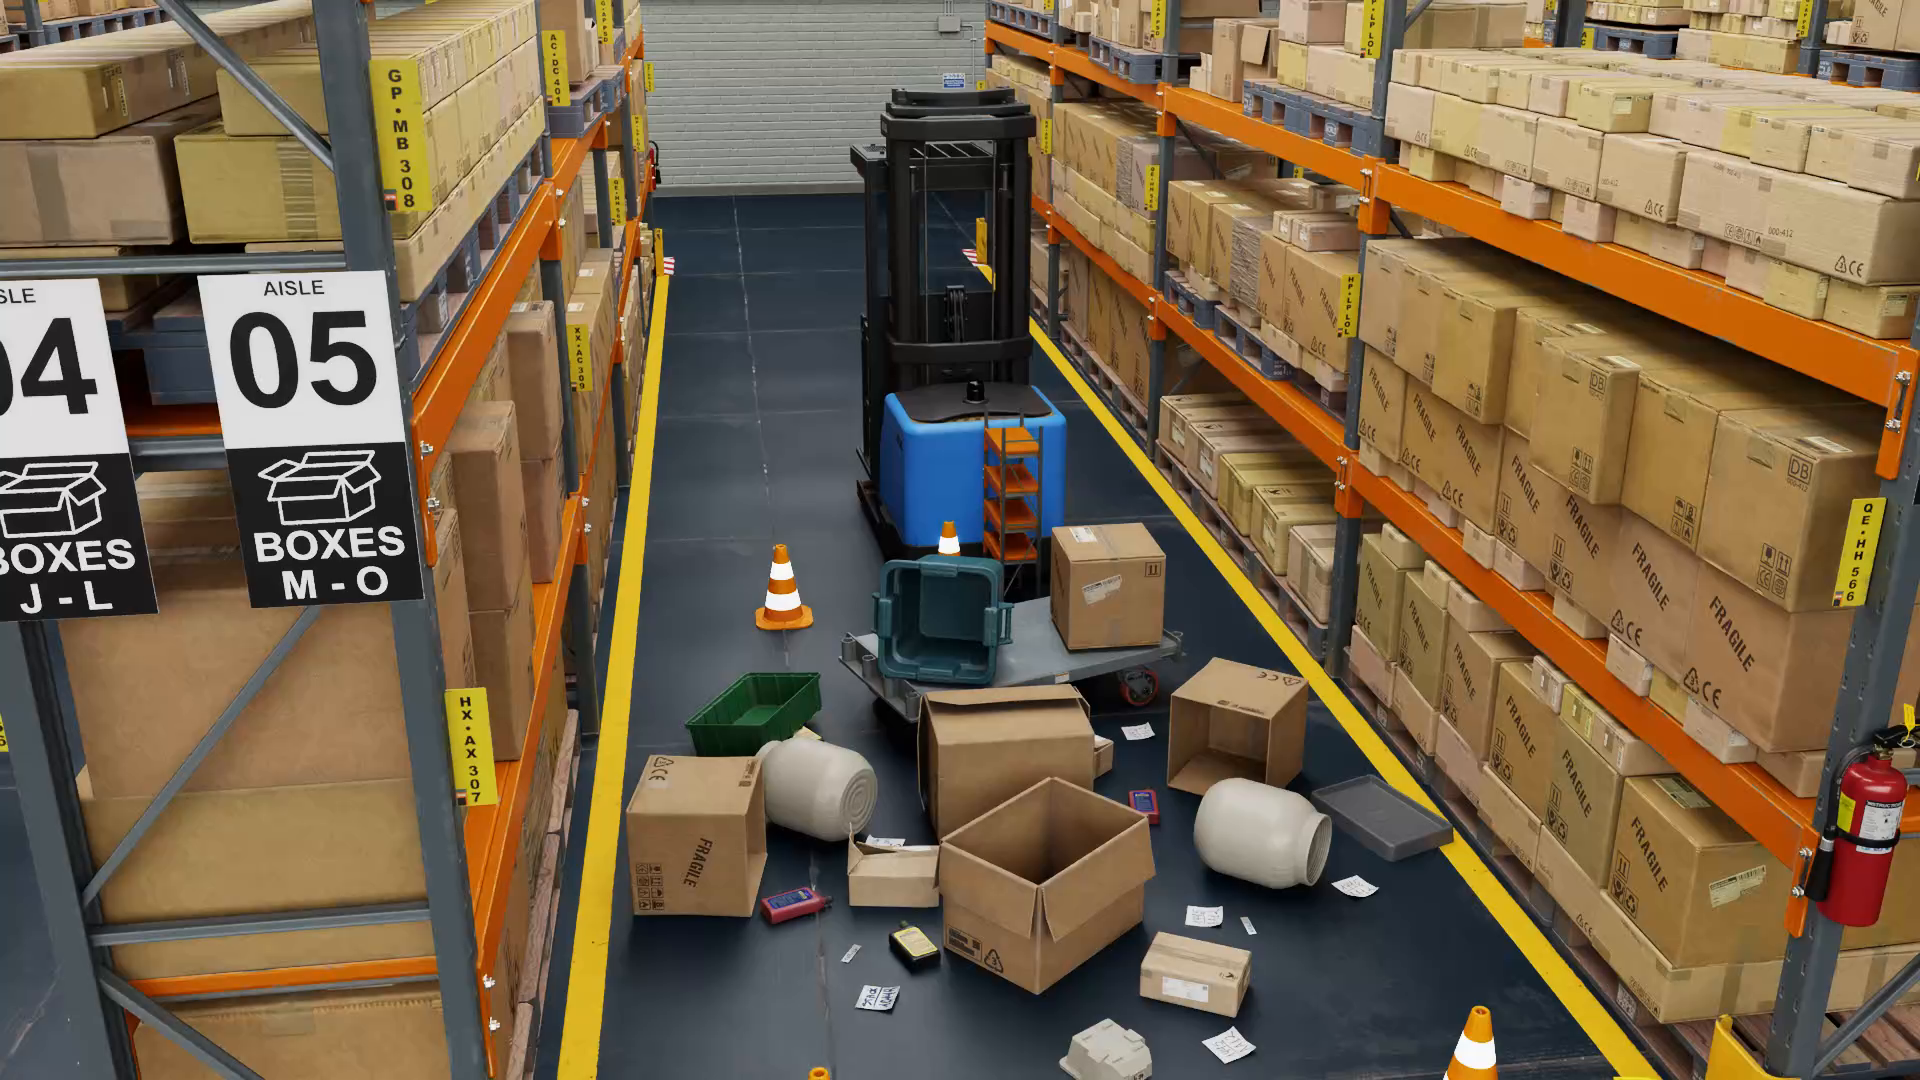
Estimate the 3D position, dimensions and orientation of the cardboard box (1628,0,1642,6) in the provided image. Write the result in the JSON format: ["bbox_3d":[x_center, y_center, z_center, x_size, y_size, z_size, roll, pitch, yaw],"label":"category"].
[{"bbox_3d":[6.150,-4.803,14.691,0.380,0.149,0.250,-3,21,-7],"label":"cardboard box"}]

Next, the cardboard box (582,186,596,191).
[{"bbox_3d":[-2.957,-2.670,12.987,0.380,0.149,0.250,-2,21,-5],"label":"cardboard box"}]

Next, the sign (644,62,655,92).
[{"bbox_3d":[-3.532,-5.261,18.907,0.100,0.325,0.005,-3,21,-8],"label":"sign"}]

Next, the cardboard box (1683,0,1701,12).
[{"bbox_3d":[6.335,-4.530,13.990,0.380,0.149,0.250,-3,21,-8],"label":"cardboard box"}]

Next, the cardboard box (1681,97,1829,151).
[{"bbox_3d":[2.697,-1.411,5.640,0.380,0.149,0.250,-3,21,-8],"label":"cardboard box"}]

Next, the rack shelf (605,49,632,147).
[{"bbox_3d":[-3.219,-3.540,13.148,1.077,0.370,4.000,-3,21,-8],"label":"rack shelf"}]

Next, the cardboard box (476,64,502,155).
[{"bbox_3d":[-1.813,-1.431,5.520,0.500,0.250,0.500,-3,21,-8],"label":"cardboard box"}]

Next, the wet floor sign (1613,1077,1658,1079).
[{"bbox_3d":[2.075,1.929,5.130,0.267,0.644,0.232,4,21,11],"label":"wet floor sign"}]

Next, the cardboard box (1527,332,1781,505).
[{"bbox_3d":[2.575,-0.461,6.167,0.700,0.500,0.500,-3,21,-8],"label":"cardboard box"}]

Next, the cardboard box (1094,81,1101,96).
[{"bbox_3d":[1.535,-4.478,16.420,0.380,0.149,0.250,-3,21,-7],"label":"cardboard box"}]

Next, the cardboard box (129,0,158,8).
[{"bbox_3d":[-8.879,-5.852,17.425,0.700,0.500,0.500,-4,21,-11],"label":"cardboard box"}]

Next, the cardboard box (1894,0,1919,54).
[{"bbox_3d":[6.899,-3.578,11.337,0.700,0.500,0.500,-3,21,-9],"label":"cardboard box"}]

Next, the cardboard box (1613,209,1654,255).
[{"bbox_3d":[2.621,-1.136,6.042,0.380,0.149,0.250,-3,21,-9],"label":"cardboard box"}]

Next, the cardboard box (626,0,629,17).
[{"bbox_3d":[-3.407,-5.085,15.756,0.500,0.250,0.500,-3,21,-8],"label":"cardboard box"}]

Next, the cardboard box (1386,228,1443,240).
[{"bbox_3d":[2.615,-1.584,10.002,0.500,0.500,0.500,-3,21,-8],"label":"cardboard box"}]

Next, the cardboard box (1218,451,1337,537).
[{"bbox_3d":[2.242,-0.316,10.929,0.950,0.372,0.625,-2,21,-6],"label":"cardboard box"}]

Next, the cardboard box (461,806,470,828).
[{"bbox_3d":[-1.977,0.605,5.095,0.875,0.550,0.550,-3,21,-8],"label":"cardboard box"}]

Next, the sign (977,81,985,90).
[{"bbox_3d":[0.250,-5.250,19.636,0.100,0.325,0.005,-3,21,-8],"label":"sign"}]

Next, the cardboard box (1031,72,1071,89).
[{"bbox_3d":[0.934,-4.714,17.050,0.380,0.149,0.250,-3,21,-8],"label":"cardboard box"}]

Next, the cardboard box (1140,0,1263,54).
[{"bbox_3d":[1.749,-3.837,12.168,0.797,0.503,0.637,-4,21,-11],"label":"cardboard box"}]

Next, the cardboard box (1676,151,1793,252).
[{"bbox_3d":[2.708,-1.107,5.395,0.500,0.250,0.500,-3,21,-8],"label":"cardboard box"}]

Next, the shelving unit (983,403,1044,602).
[{"bbox_3d":[0.311,-0.169,9.953,0.258,1.200,0.503,-4,21,-10],"label":"shelving unit"}]

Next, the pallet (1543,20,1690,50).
[{"bbox_3d":[6.312,-4.788,15.731,1.213,0.211,1.003,-3,21,-8],"label":"pallet"}]

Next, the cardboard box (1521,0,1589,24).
[{"bbox_3d":[5.970,-5.329,16.700,0.500,0.250,0.500,-3,21,-8],"label":"cardboard box"}]

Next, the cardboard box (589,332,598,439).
[{"bbox_3d":[-2.237,-0.812,8.959,0.500,0.500,0.500,-3,21,-7],"label":"cardboard box"}]

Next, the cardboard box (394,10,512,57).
[{"bbox_3d":[-1.839,-1.838,6.038,0.380,0.149,0.250,-3,21,-8],"label":"cardboard box"}]

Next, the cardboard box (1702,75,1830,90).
[{"bbox_3d":[3.109,-1.709,6.438,0.380,0.149,0.250,-3,21,-7],"label":"cardboard box"}]

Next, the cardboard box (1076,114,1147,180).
[{"bbox_3d":[1.326,-3.449,14.591,0.500,0.500,0.500,-3,21,-9],"label":"cardboard box"}]

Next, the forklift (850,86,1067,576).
[{"bbox_3d":[-0.125,-1.589,11.281,1.130,2.935,3.031,-4,21,-11],"label":"forklift"}]

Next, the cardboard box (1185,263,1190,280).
[{"bbox_3d":[1.823,-1.921,11.832,0.380,0.149,0.250,-4,21,-11],"label":"cardboard box"}]

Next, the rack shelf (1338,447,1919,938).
[{"bbox_3d":[2.818,0.351,7.019,1.077,0.370,4.000,-3,21,-8],"label":"rack shelf"}]

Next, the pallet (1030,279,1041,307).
[{"bbox_3d":[1.165,-2.833,18.500,1.003,0.211,1.213,-3,21,-8],"label":"pallet"}]

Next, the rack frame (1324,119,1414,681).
[{"bbox_3d":[2.529,-0.679,8.747,1.000,3.000,0.127,-3,21,-8],"label":"rack frame"}]

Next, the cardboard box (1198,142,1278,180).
[{"bbox_3d":[2.124,-2.762,12.753,0.500,0.500,0.500,-4,21,-10],"label":"cardboard box"}]

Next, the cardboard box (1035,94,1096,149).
[{"bbox_3d":[1.035,-4.113,16.371,0.500,0.500,0.500,-3,21,-8],"label":"cardboard box"}]

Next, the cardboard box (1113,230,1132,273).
[{"bbox_3d":[1.534,-2.332,13.386,0.500,0.250,0.500,-3,21,-7],"label":"cardboard box"}]

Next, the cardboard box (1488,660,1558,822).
[{"bbox_3d":[2.588,0.826,6.975,0.500,0.500,0.500,-3,21,-9],"label":"cardboard box"}]

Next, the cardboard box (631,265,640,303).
[{"bbox_3d":[-3.150,-2.296,14.977,0.500,0.250,0.500,-3,21,-9],"label":"cardboard box"}]

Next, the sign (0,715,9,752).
[{"bbox_3d":[-2.317,0.360,3.972,0.100,0.325,0.005,-3,21,-8],"label":"sign"}]

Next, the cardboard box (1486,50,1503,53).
[{"bbox_3d":[2.842,-2.433,8.771,0.500,0.250,0.500,-3,21,-9],"label":"cardboard box"}]

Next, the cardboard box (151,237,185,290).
[{"bbox_3d":[-2.197,-0.726,4.201,0.380,0.149,0.250,-3,21,-7],"label":"cardboard box"}]

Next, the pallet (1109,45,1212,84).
[{"bbox_3d":[1.807,-3.601,12.553,1.213,0.211,1.003,-2,21,-5],"label":"pallet"}]

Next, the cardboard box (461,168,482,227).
[{"bbox_3d":[-1.656,-1.025,5.002,0.380,0.149,0.250,-3,21,-8],"label":"cardboard box"}]

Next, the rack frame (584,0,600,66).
[{"bbox_3d":[-2.931,-4.590,10.643,1.000,3.000,0.127,-3,21,-8],"label":"rack frame"}]

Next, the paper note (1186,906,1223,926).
[{"bbox_3d":[1.026,1.574,6.975,0.148,0.019,0.142,4,21,11],"label":"paper note"}]

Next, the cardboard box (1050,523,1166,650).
[{"bbox_3d":[0.772,0.237,8.784,0.500,0.500,0.500,-3,21,-8],"label":"cardboard box"}]

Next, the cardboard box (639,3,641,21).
[{"bbox_3d":[-3.757,-5.740,18.224,0.500,0.250,0.500,-3,21,-9],"label":"cardboard box"}]

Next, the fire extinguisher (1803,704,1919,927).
[{"bbox_3d":[2.666,0.805,4.884,0.296,0.674,0.183,-3,21,-8],"label":"fire extinguisher"}]

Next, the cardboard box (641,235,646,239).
[{"bbox_3d":[-3.640,-3.252,18.261,0.380,0.149,0.250,-4,21,-10],"label":"cardboard box"}]

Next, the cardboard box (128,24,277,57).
[{"bbox_3d":[-2.382,-1.542,5.246,0.380,0.149,0.250,-3,21,-7],"label":"cardboard box"}]

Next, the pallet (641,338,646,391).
[{"bbox_3d":[-3.394,-1.588,15.167,1.003,0.211,1.213,-3,21,-8],"label":"pallet"}]

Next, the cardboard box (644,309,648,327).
[{"bbox_3d":[-3.242,-2.168,16.207,0.380,0.149,0.250,-4,21,-10],"label":"cardboard box"}]

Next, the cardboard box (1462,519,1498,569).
[{"bbox_3d":[2.432,0.007,7.268,0.380,0.149,0.250,-3,21,-7],"label":"cardboard box"}]

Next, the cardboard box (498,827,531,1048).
[{"bbox_3d":[-2.070,1.253,6.010,0.875,0.875,0.875,-3,21,-9],"label":"cardboard box"}]

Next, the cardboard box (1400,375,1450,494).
[{"bbox_3d":[2.412,-0.526,7.770,0.500,0.500,0.500,-3,21,-8],"label":"cardboard box"}]

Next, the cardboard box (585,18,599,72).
[{"bbox_3d":[-2.483,-3.039,10.164,0.500,0.311,0.500,-3,21,-8],"label":"cardboard box"}]

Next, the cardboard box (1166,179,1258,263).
[{"bbox_3d":[1.789,-2.279,11.863,0.500,0.500,0.500,-4,21,-9],"label":"cardboard box"}]
